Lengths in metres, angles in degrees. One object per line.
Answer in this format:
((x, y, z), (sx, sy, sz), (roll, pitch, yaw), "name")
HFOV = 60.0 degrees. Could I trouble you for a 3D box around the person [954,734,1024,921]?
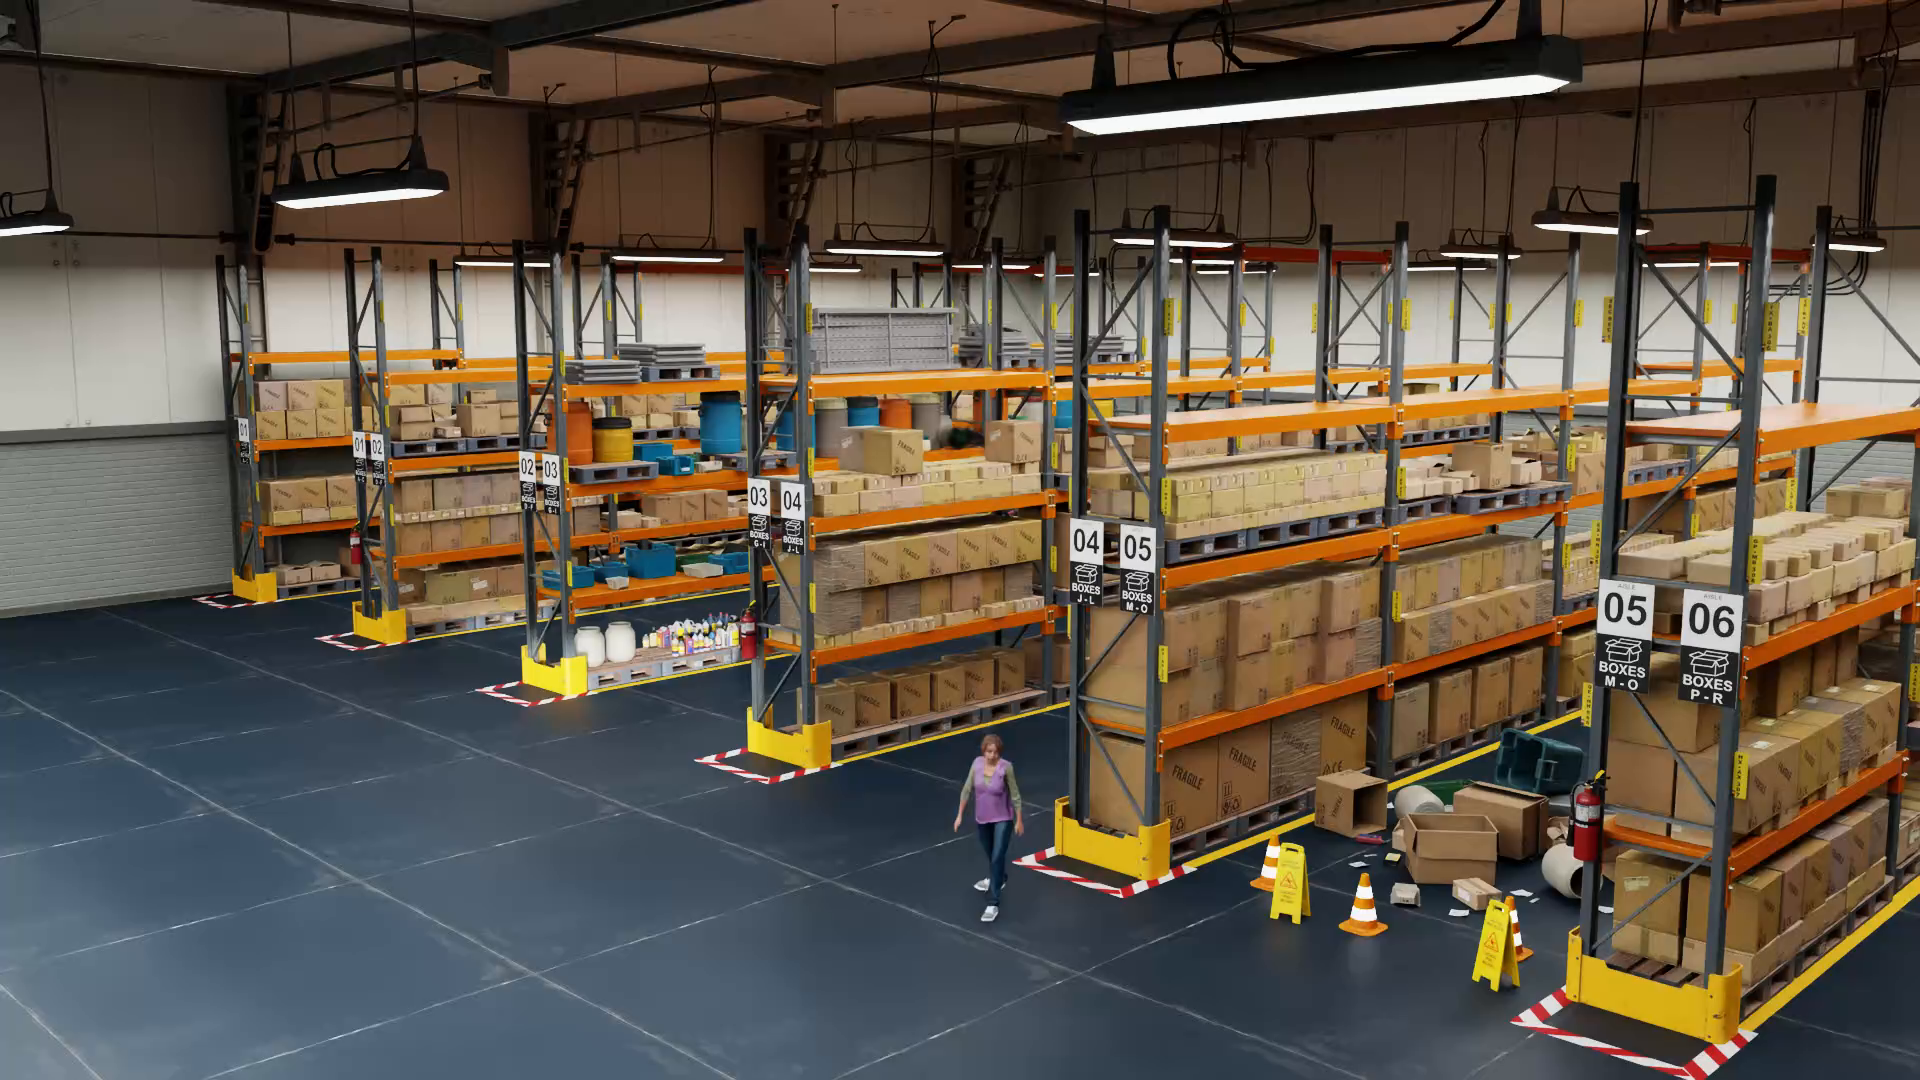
((0.263, 2.394, 14.254), (0.546, 1.543, 0.846), (4, 9, 26), "person")
